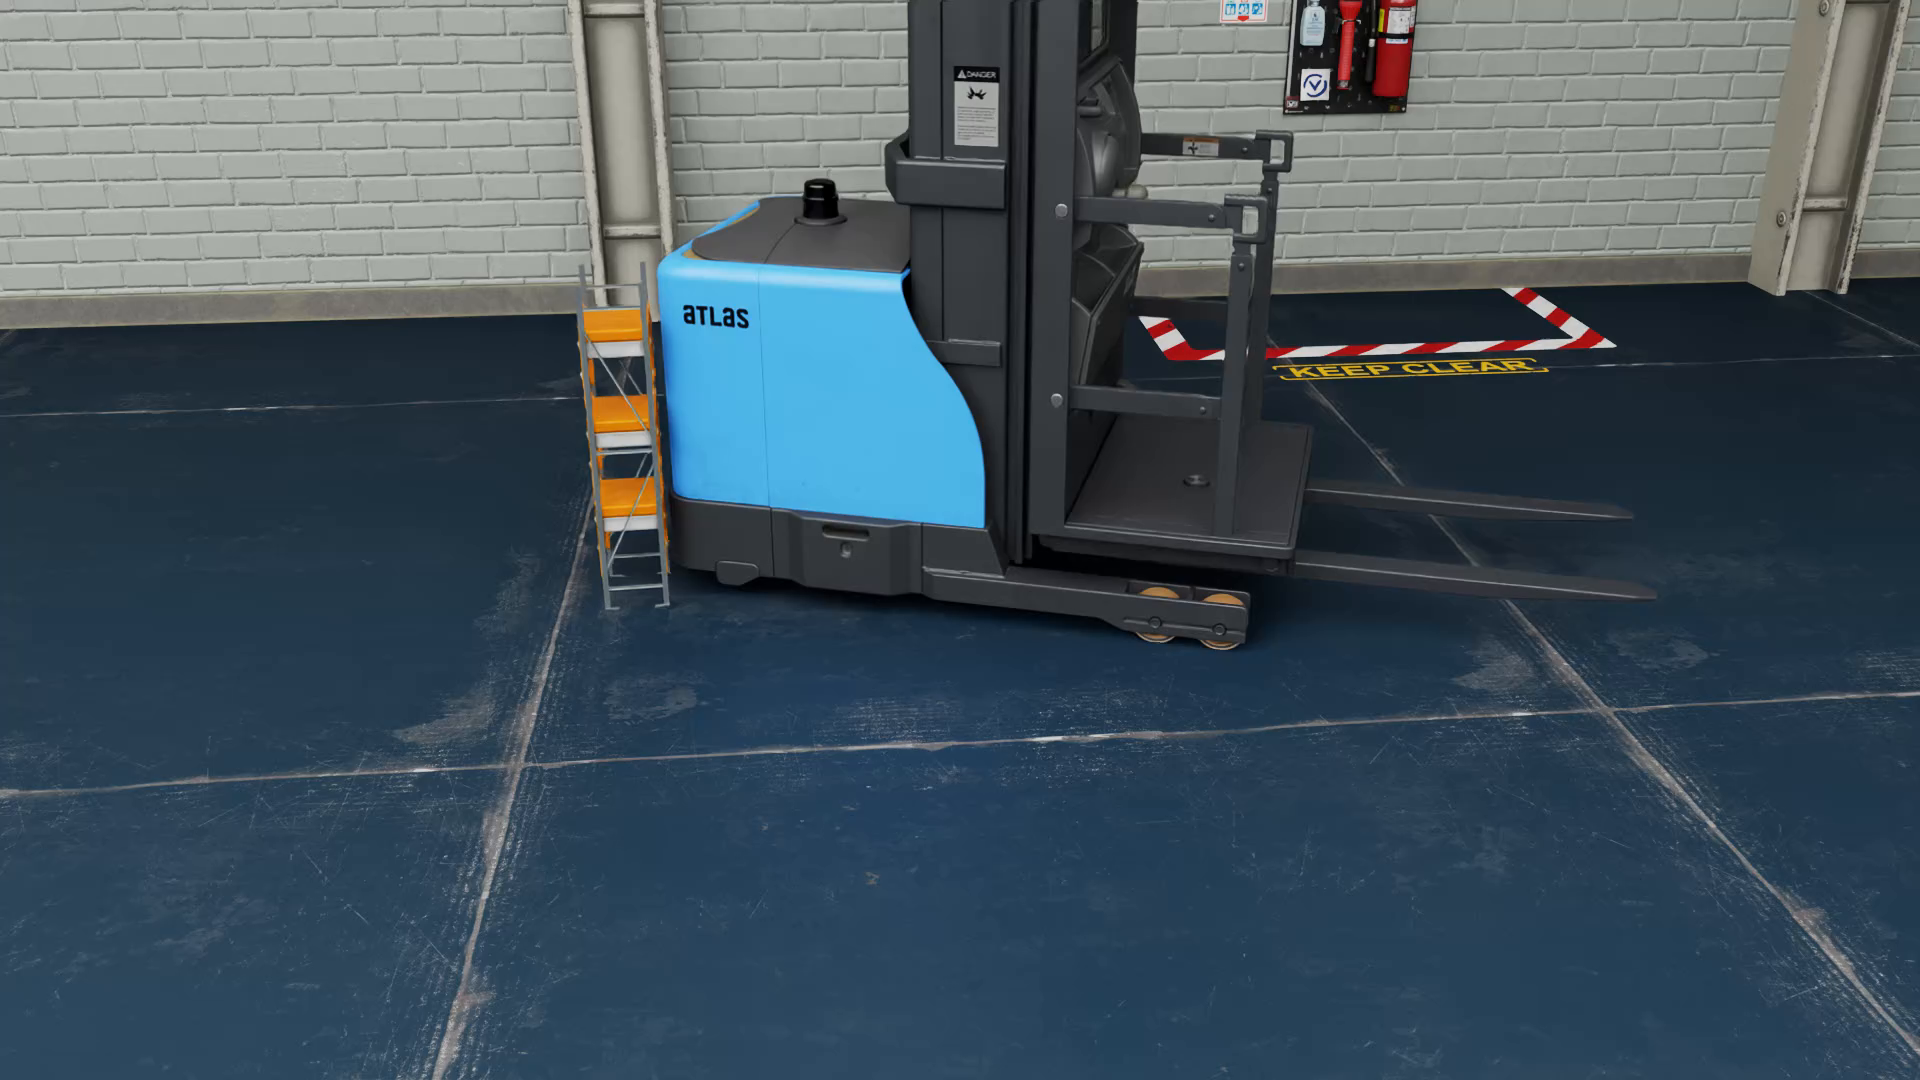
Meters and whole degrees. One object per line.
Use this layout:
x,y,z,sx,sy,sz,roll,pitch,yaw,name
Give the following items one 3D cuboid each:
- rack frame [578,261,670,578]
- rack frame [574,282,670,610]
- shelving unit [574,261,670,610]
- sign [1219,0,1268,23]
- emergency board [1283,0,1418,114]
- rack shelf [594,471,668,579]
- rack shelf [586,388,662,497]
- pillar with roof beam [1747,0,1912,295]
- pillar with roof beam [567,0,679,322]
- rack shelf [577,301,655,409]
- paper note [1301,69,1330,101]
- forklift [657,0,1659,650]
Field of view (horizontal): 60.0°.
-1.060,-0.364,5.276,0.200,1.050,0.008,-4,24,-8,rack frame
-1.021,-0.266,5.055,0.200,1.050,0.008,-4,24,-8,rack frame
-1.040,-0.315,5.165,0.215,1.050,0.252,-4,24,-8,shelving unit
1.371,-2.657,7.991,0.234,0.329,0.001,-2,24,-5,sign
1.932,-2.621,7.954,0.643,1.169,0.194,-2,24,-5,emergency board
-1.040,-0.051,5.283,0.215,0.259,0.240,-4,24,-8,rack shelf
-1.040,-0.305,5.170,0.215,0.259,0.240,-4,24,-8,rack shelf
4.818,-3.706,3.008,0.400,9.000,9.100,-2,24,-5,pillar with roof beam
-1.153,-3.466,2.469,0.400,9.000,9.100,-2,24,-5,pillar with roof beam
-1.040,-0.564,5.054,0.215,0.259,0.240,-4,24,-8,rack shelf
1.749,-2.240,8.180,0.142,0.148,0.016,-2,24,-5,paper note
0.637,-1.246,4.945,3.031,2.935,1.130,6,25,13,forklift
